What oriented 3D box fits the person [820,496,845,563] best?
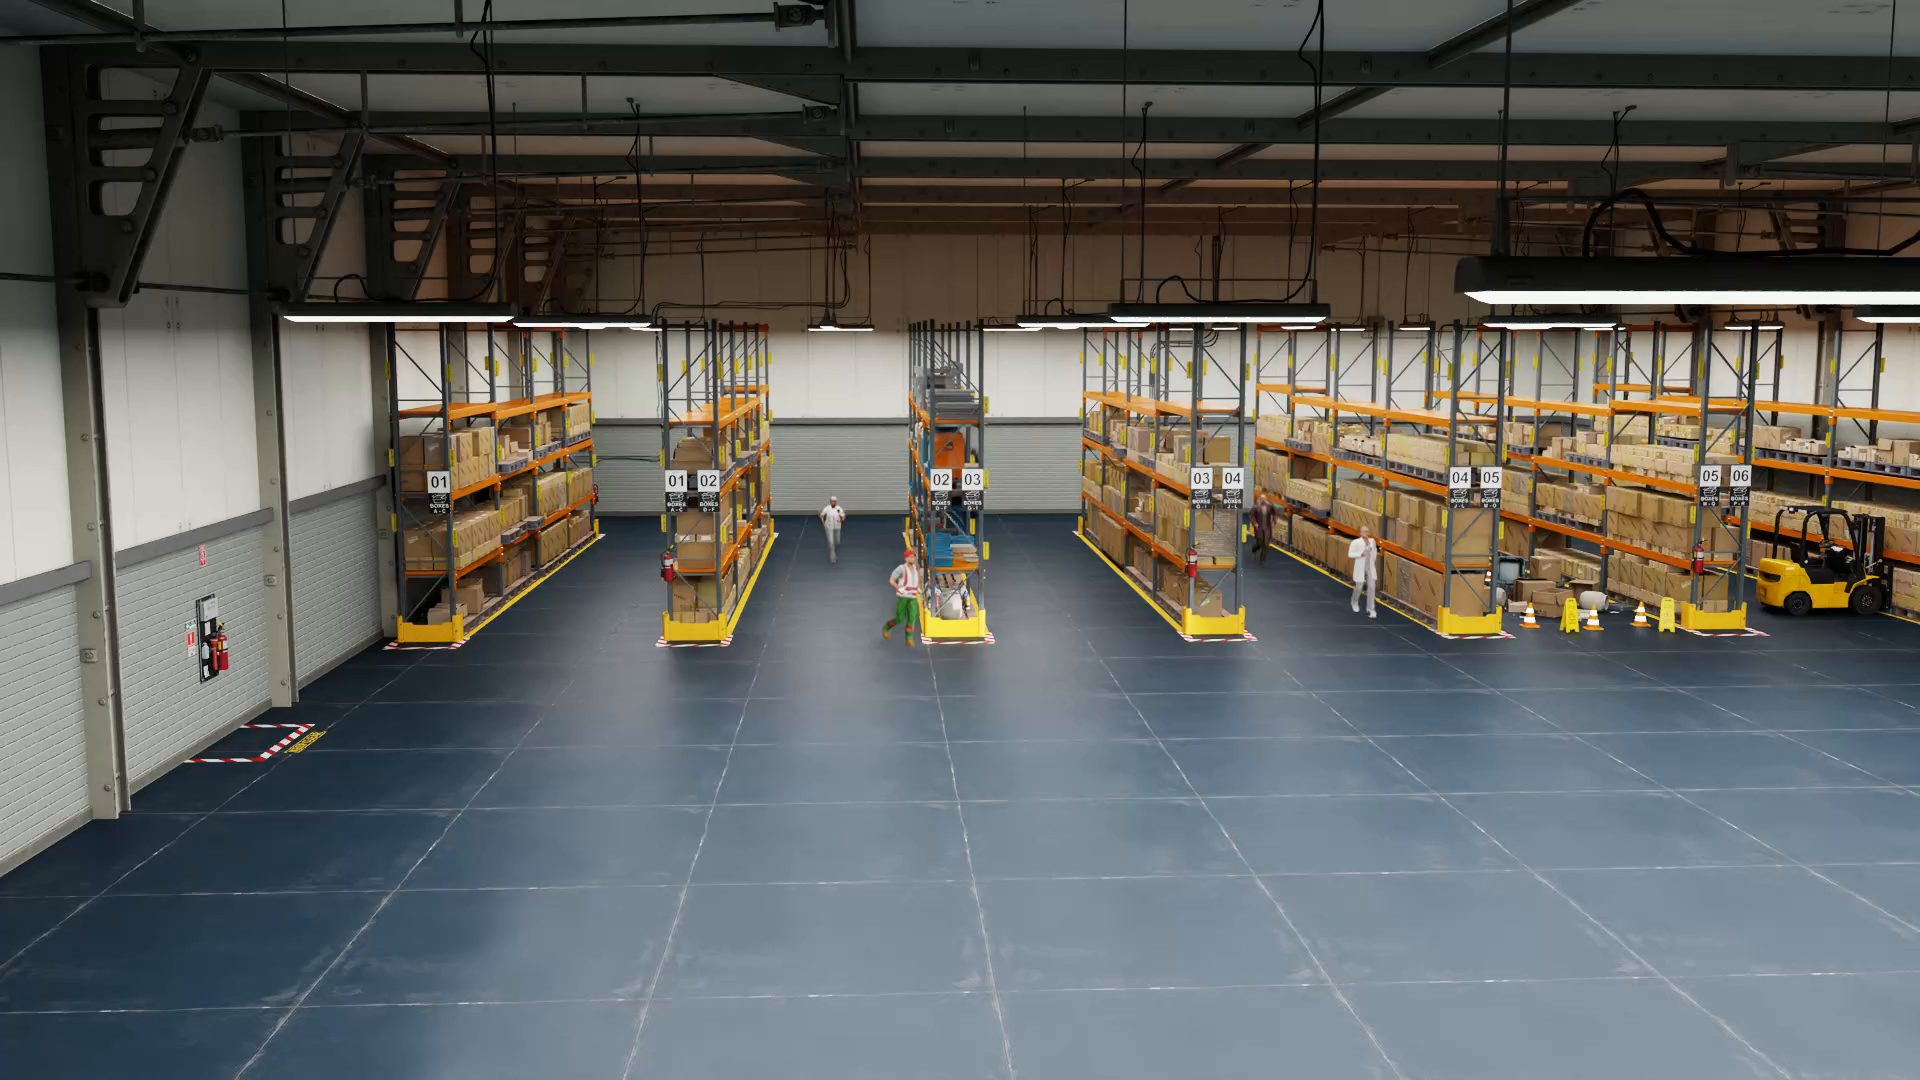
[{"bbox_3d":[-3.190,-0.277,41.911,0.625,1.656,0.804,-2,7,-16],"label":"person"}]

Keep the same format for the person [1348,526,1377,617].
[{"bbox_3d":[8.244,0.619,33.930,0.694,1.794,0.968,-1,7,-8],"label":"person"}]

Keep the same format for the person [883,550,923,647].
[{"bbox_3d":[-0.960,1.057,30.752,0.719,1.741,0.928,-5,9,-37],"label":"person"}]

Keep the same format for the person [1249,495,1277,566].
[{"bbox_3d":[7.580,-0.269,41.614,0.712,1.761,0.743,0,7,-2],"label":"person"}]

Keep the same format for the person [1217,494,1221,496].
[{"bbox_3d":[7.149,-0.934,47.409,0.653,1.617,0.515,3,8,20],"label":"person"}]
